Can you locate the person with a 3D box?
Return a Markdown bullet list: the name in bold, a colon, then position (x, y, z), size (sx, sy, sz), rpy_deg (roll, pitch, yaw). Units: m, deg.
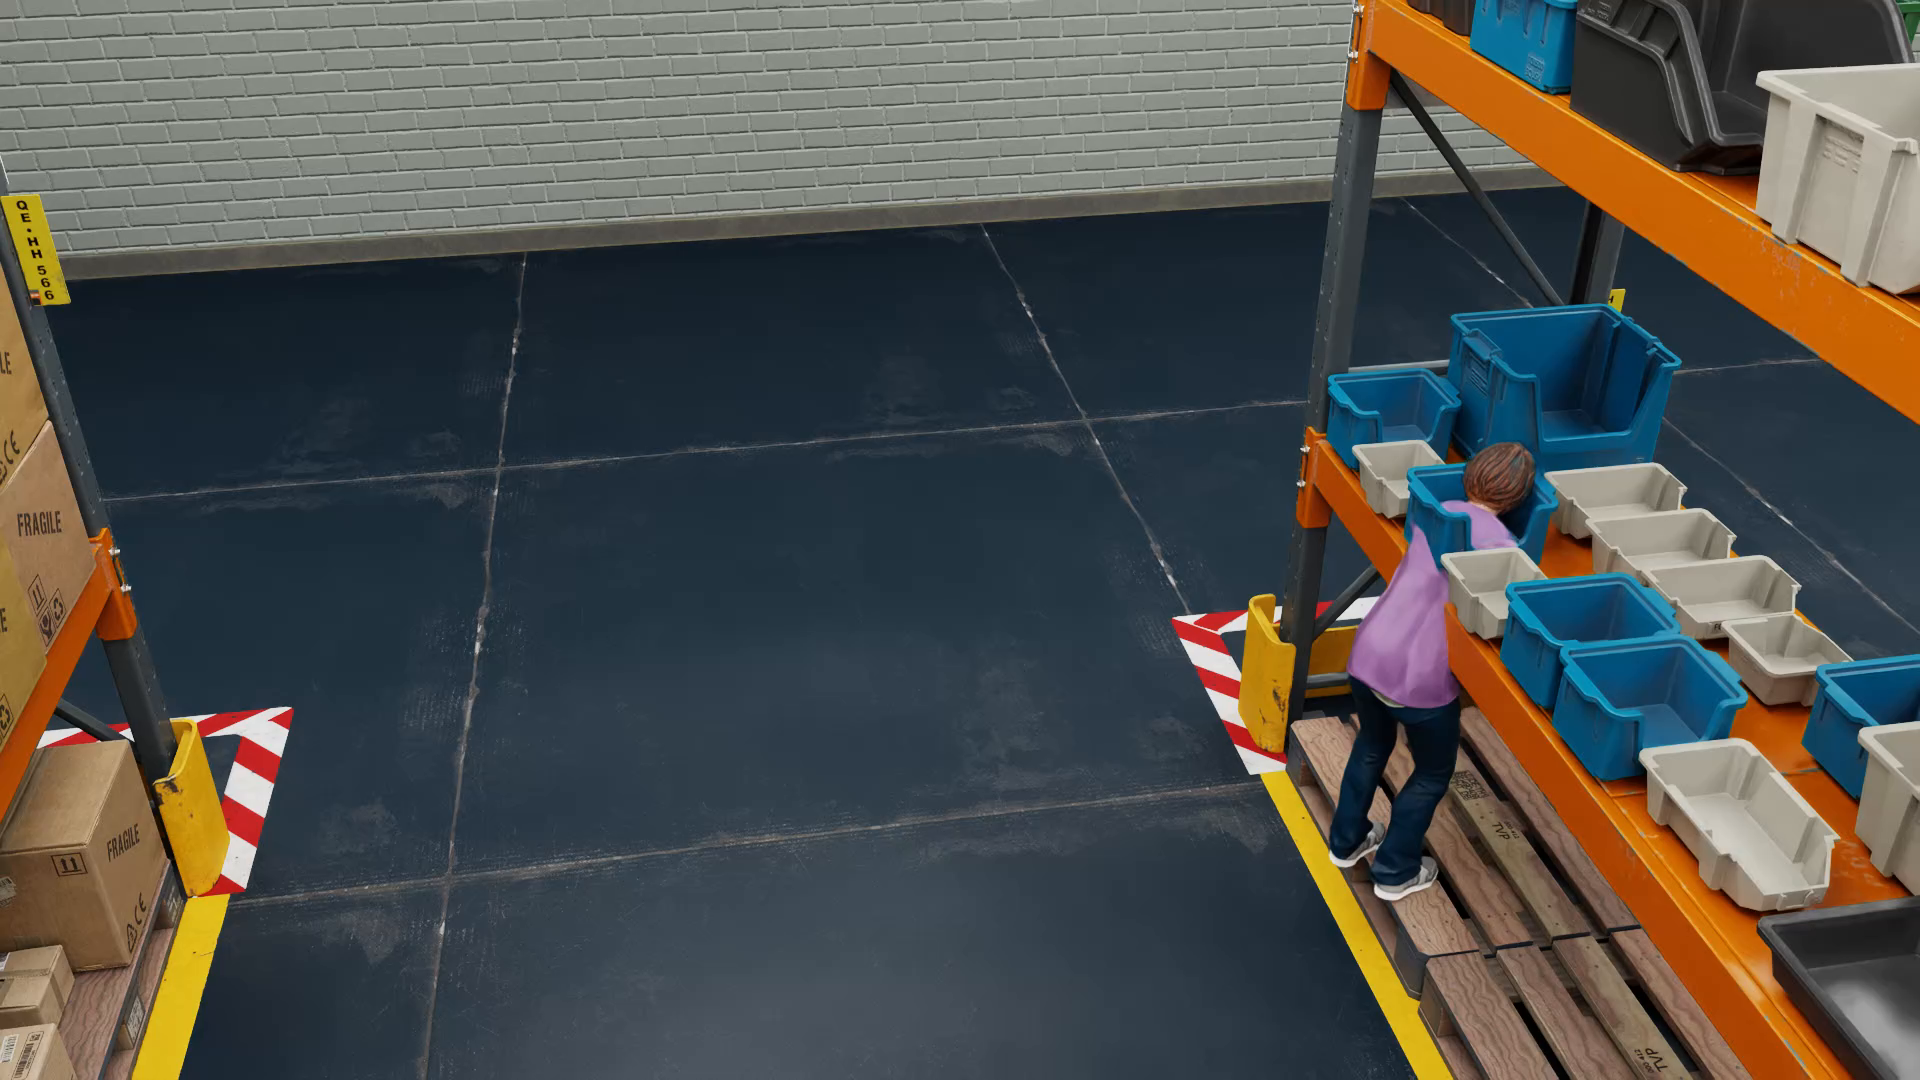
- **person**: position (1.468, 0.426, 5.172), size (0.632, 1.460, 0.378), rpy_deg (-22, 38, -32)
